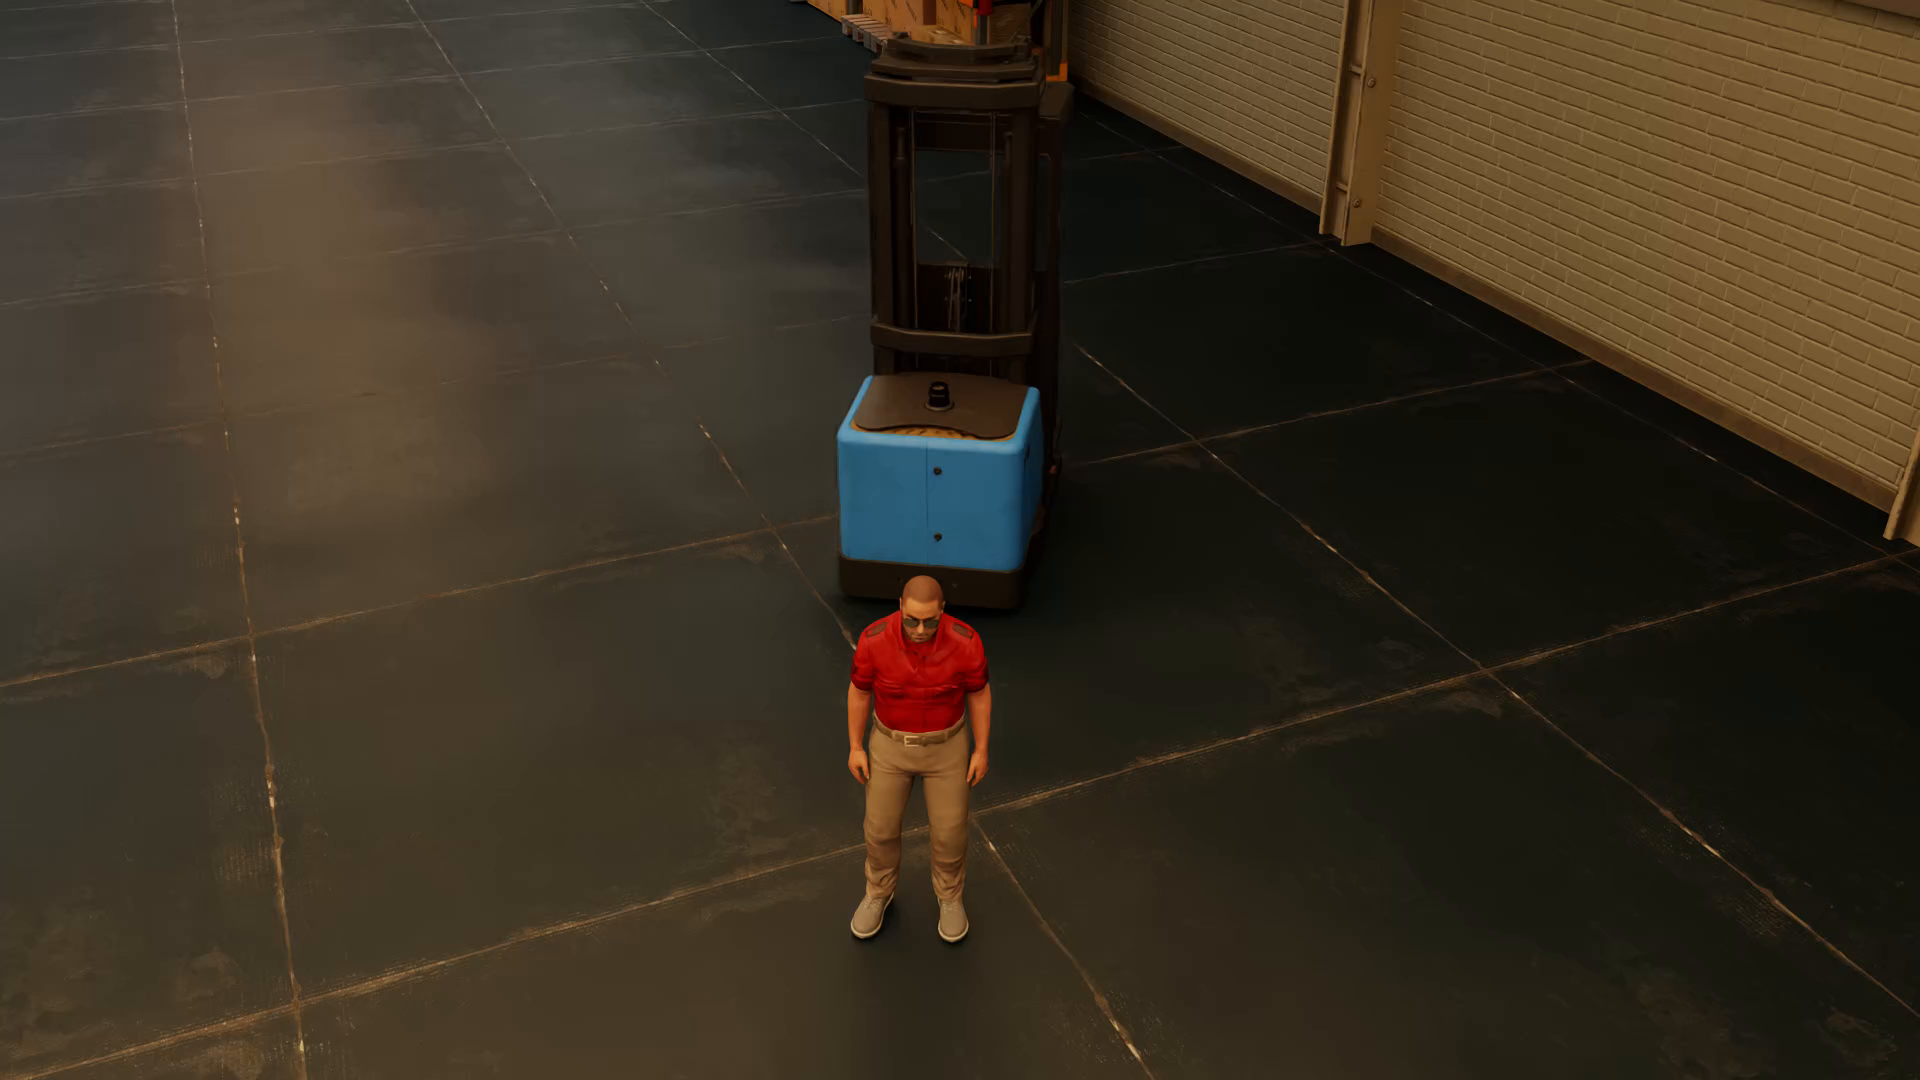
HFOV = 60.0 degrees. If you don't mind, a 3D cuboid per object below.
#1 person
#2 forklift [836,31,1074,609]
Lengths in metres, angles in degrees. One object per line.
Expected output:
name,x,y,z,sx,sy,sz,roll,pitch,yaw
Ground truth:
person,-0.170,0.870,6.811,0.590,1.725,0.398,1,30,2
forklift,0.063,-1.600,9.917,1.130,2.935,3.031,5,30,8
